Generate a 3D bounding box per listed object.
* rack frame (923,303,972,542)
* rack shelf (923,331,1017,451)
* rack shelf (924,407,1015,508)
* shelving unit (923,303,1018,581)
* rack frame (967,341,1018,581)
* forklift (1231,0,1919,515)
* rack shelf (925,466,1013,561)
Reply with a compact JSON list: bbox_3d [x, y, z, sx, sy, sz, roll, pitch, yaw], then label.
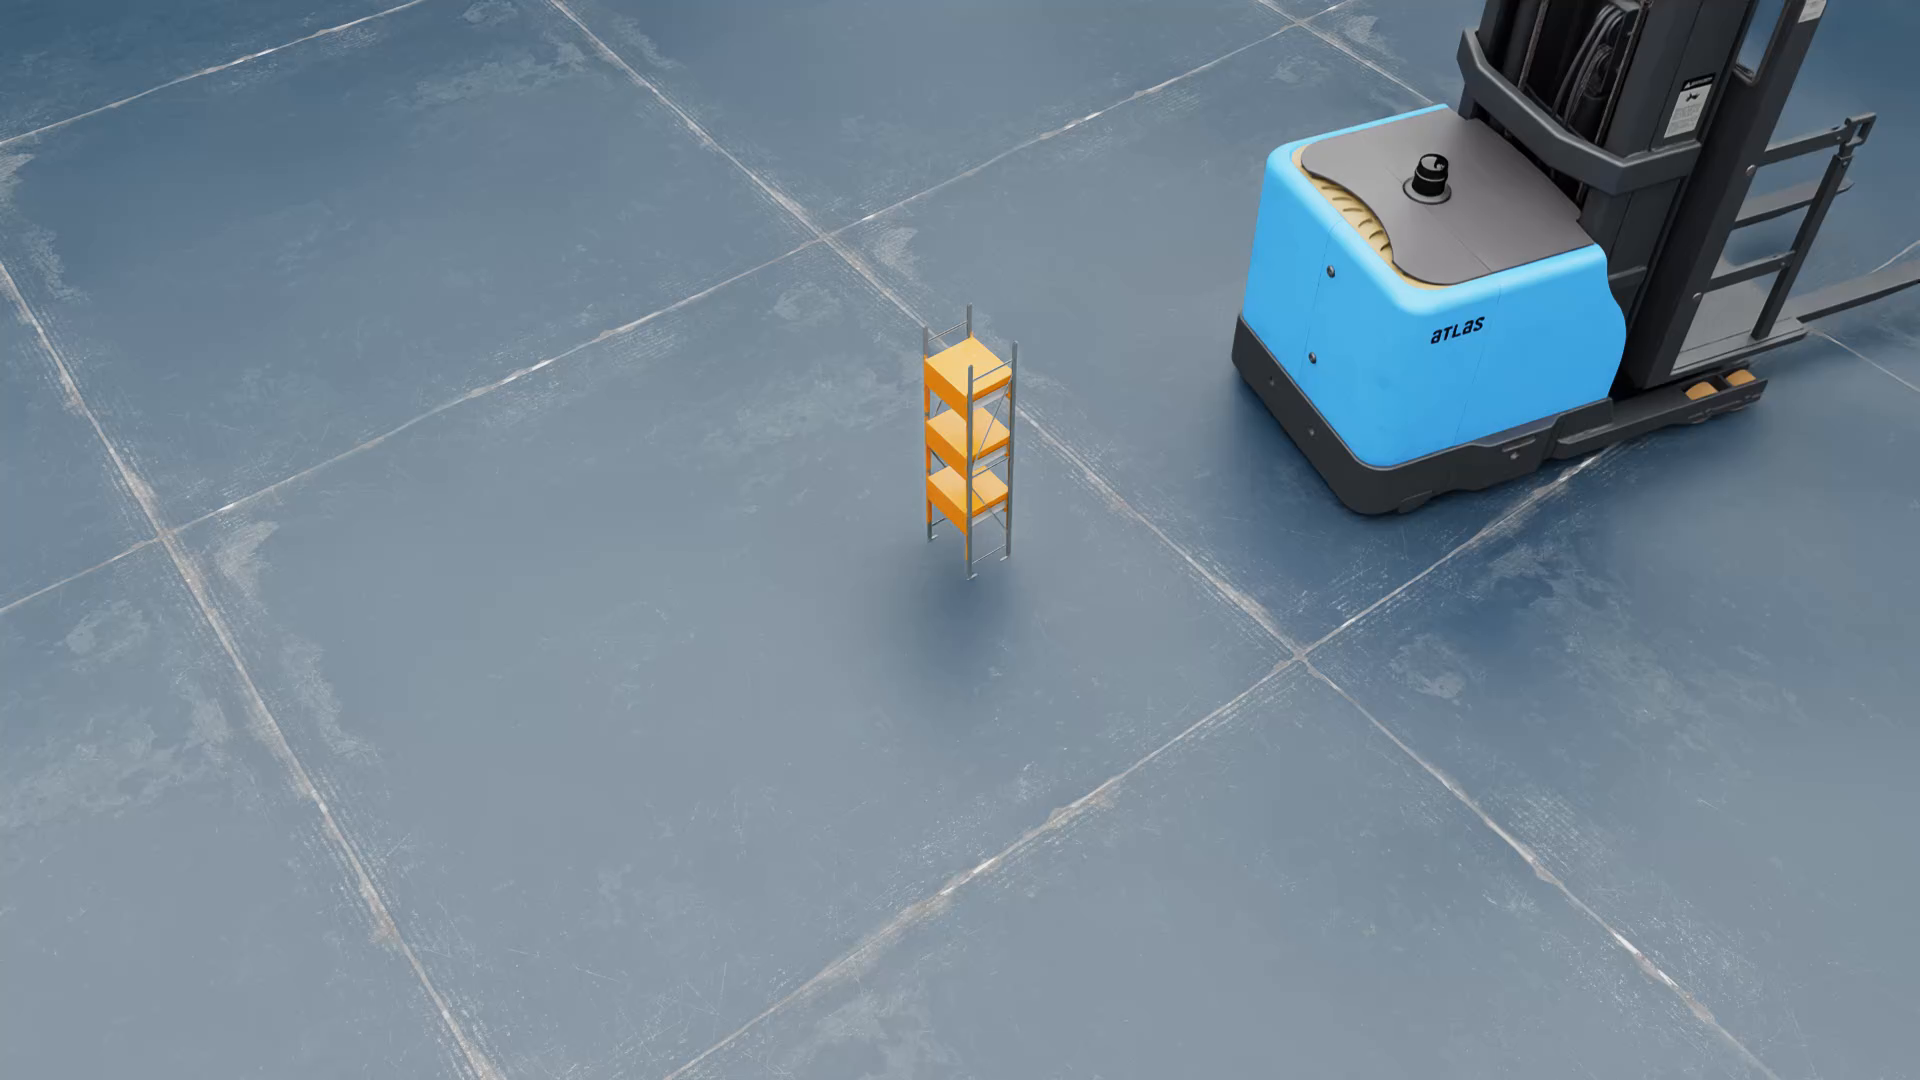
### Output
[{"bbox_3d":[-0.041,-0.393,5.898,0.200,1.050,0.008,-29,54,-24],"label":"rack frame"},{"bbox_3d":[0.032,-0.505,5.630,0.215,0.259,0.240,-29,54,-24],"label":"rack shelf"},{"bbox_3d":[0.032,-0.314,5.840,0.215,0.259,0.240,-29,54,-24],"label":"rack shelf"},{"bbox_3d":[0.032,-0.321,5.832,0.215,1.050,0.252,-29,54,-24],"label":"shelving unit"},{"bbox_3d":[0.106,-0.249,5.767,0.200,1.050,0.008,-29,54,-24],"label":"rack frame"},{"bbox_3d":[2.681,-1.797,5.901,3.031,2.935,1.130,-17,50,-15],"label":"forklift"},{"bbox_3d":[0.032,-0.127,6.046,0.215,0.259,0.240,-29,54,-24],"label":"rack shelf"}]
